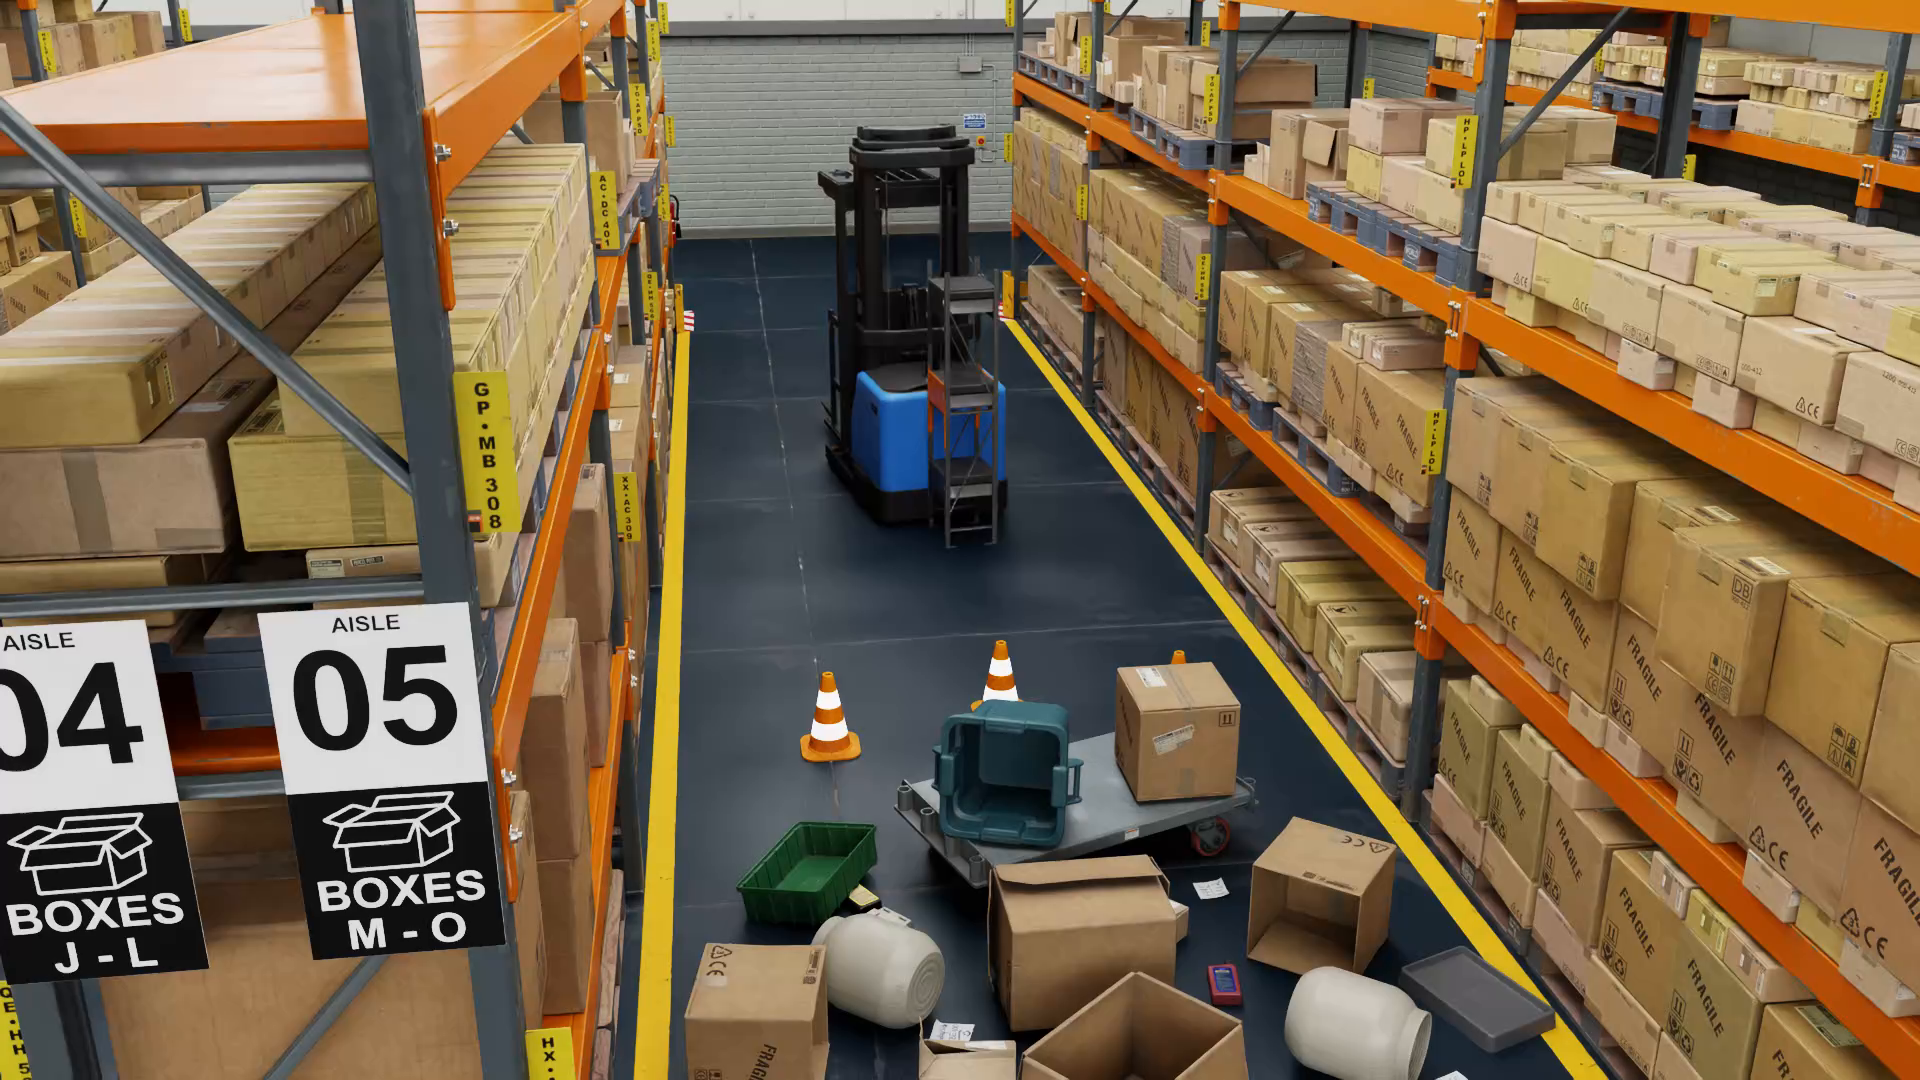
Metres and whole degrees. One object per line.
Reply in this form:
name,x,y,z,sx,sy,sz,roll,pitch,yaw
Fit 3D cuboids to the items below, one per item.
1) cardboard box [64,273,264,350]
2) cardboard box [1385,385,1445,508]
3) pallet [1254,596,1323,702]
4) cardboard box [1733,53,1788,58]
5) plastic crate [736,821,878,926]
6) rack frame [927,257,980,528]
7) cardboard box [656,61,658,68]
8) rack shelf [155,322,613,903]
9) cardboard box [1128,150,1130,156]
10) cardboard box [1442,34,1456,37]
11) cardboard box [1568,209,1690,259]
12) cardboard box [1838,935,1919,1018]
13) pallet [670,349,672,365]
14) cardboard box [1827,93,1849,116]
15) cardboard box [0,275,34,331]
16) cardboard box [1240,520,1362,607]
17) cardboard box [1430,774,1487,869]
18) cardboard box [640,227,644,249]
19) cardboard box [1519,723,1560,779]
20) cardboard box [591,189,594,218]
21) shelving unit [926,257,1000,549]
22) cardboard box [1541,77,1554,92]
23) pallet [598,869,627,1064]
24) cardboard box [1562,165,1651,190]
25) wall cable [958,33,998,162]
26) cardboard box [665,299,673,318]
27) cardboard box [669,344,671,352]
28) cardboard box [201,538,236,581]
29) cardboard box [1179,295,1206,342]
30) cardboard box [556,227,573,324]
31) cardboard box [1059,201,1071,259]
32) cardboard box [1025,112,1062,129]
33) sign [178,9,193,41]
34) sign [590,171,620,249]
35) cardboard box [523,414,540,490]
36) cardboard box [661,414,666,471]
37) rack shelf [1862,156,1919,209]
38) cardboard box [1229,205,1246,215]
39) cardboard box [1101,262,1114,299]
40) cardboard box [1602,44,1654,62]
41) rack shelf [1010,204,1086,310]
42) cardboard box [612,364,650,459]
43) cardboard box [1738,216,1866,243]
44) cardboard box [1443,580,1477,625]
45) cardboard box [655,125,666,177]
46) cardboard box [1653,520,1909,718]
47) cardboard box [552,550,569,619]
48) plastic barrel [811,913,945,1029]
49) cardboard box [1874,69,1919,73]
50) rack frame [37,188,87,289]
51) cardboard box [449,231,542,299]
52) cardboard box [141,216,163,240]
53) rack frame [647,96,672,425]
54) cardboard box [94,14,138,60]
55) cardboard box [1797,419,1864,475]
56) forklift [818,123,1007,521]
cardboard box,-1.962,-0.559,4.116,0.380,0.149,0.250,-3,21,-7
cardboard box,2.546,-0.491,8.576,0.500,0.500,0.500,-3,21,-9
pallet,2.547,0.653,10.665,1.003,0.211,1.213,-3,21,-8
cardboard box,6.892,-4.104,14.321,0.380,0.149,0.250,-3,21,-7
plastic crate,-0.722,1.609,8.058,0.450,0.188,0.662,-2,18,24
rack frame,-0.048,-1.100,12.661,0.400,2.100,0.015,-6,21,-15
cardboard box,-3.309,-4.898,16.756,0.500,0.250,0.500,-3,21,-7
rack shelf,-1.755,-0.051,5.307,1.077,0.370,4.000,-3,21,-8
cardboard box,1.767,-3.846,16.227,0.380,0.149,0.250,-3,21,-8
cardboard box,5.837,-5.909,19.036,0.500,0.250,0.500,-3,21,-8
cardboard box,2.669,-1.223,6.635,0.380,0.149,0.250,-3,21,-8
cardboard box,3.005,1.342,5.196,0.380,0.149,0.250,-3,21,-8
pallet,-3.508,-1.793,17.215,1.003,0.211,1.213,-3,21,-8
cardboard box,6.867,-3.320,12.674,0.380,0.149,0.250,-3,21,-9
cardboard box,-7.635,-1.777,13.043,0.500,0.500,0.500,-3,21,-8
cardboard box,2.449,0.141,11.208,0.950,0.372,0.625,-3,21,-9
cardboard box,2.658,1.349,8.146,0.500,0.250,0.500,-4,21,-10
cardboard box,-2.906,-2.581,14.248,0.380,0.149,0.250,-4,21,-9
cardboard box,2.692,0.918,7.301,0.380,0.149,0.250,-2,21,-6
cardboard box,-1.988,-1.705,8.322,0.380,0.149,0.250,-3,21,-8
shelving unit,0.018,-1.018,12.441,0.431,2.100,0.503,-6,21,-15
cardboard box,6.161,-4.642,16.930,0.380,0.149,0.250,-3,21,-8
pallet,-2.011,1.898,7.332,1.003,0.211,1.213,-3,21,-8
cardboard box,3.153,-1.714,8.346,0.500,0.250,0.500,-3,21,-9
wall cable,0.274,-6.557,24.487,0.585,1.953,0.123,-3,21,-8
cardboard box,-3.236,-2.443,17.595,0.380,0.149,0.250,-2,21,-6
cardboard box,-3.234,-2.074,17.457,0.380,0.149,0.250,-3,21,-7
cardboard box,-1.886,-0.007,3.776,0.380,0.149,0.250,-3,21,-7
cardboard box,1.942,-1.664,12.383,0.500,0.250,0.500,-3,21,-8
cardboard box,-1.576,-0.887,5.564,0.500,0.250,0.500,-3,21,-8
cardboard box,1.287,-3.102,16.592,0.500,0.500,0.500,-3,21,-9
cardboard box,0.920,-4.614,18.284,0.380,0.149,0.250,-2,21,-6
sign,-8.157,-5.420,17.502,0.100,0.325,0.005,-3,21,-8
sign,-1.495,-1.388,7.007,0.100,0.325,0.005,-3,21,-8
cardboard box,-1.309,-0.219,4.344,0.380,0.149,0.250,-3,21,-7
cardboard box,-2.698,-0.872,13.736,0.500,0.500,0.500,-3,21,-9
rack shelf,7.463,-1.972,10.451,1.077,0.370,4.000,-3,21,-8
cardboard box,2.294,-2.394,13.268,0.500,0.500,0.500,-2,21,-6
cardboard box,1.565,-2.315,14.841,0.500,0.250,0.500,-3,21,-9
cardboard box,6.207,-4.526,15.452,0.380,0.149,0.250,-2,21,-6
rack shelf,1.399,-3.085,17.718,1.077,0.370,4.000,-3,21,-8
cardboard box,-2.219,-0.792,10.407,0.500,0.500,0.500,-3,21,-8
cardboard box,3.267,-1.162,6.474,0.380,0.149,0.250,-3,21,-9
cardboard box,2.568,0.283,8.031,0.380,0.149,0.250,-3,21,-8
cardboard box,-3.304,-3.984,17.098,0.500,0.500,0.500,-2,21,-5
cardboard box,2.886,0.257,5.743,0.700,0.500,0.500,-3,21,-8
cardboard box,-1.888,0.256,5.985,0.875,0.550,0.550,-3,21,-8
plastic barrel,-0.362,1.847,7.166,0.512,0.421,0.421,12,24,30
cardboard box,7.351,-3.573,12.929,0.380,0.149,0.250,-3,21,-8
rack frame,-8.120,-2.230,14.400,1.000,3.000,0.127,-3,21,-8
cardboard box,-1.382,-0.767,4.671,0.380,0.149,0.250,-3,21,-8
cardboard box,-8.138,-2.998,16.244,0.500,0.250,0.500,-3,21,-8
rack frame,-3.197,-2.445,14.976,1.000,3.000,0.127,-3,21,-8
cardboard box,-8.606,-4.932,16.462,0.700,0.500,0.500,-4,21,-10
cardboard box,2.962,-0.325,5.372,0.380,0.149,0.250,-3,21,-8
forklift,-0.537,-2.001,13.884,1.130,2.935,3.031,-6,21,-16
